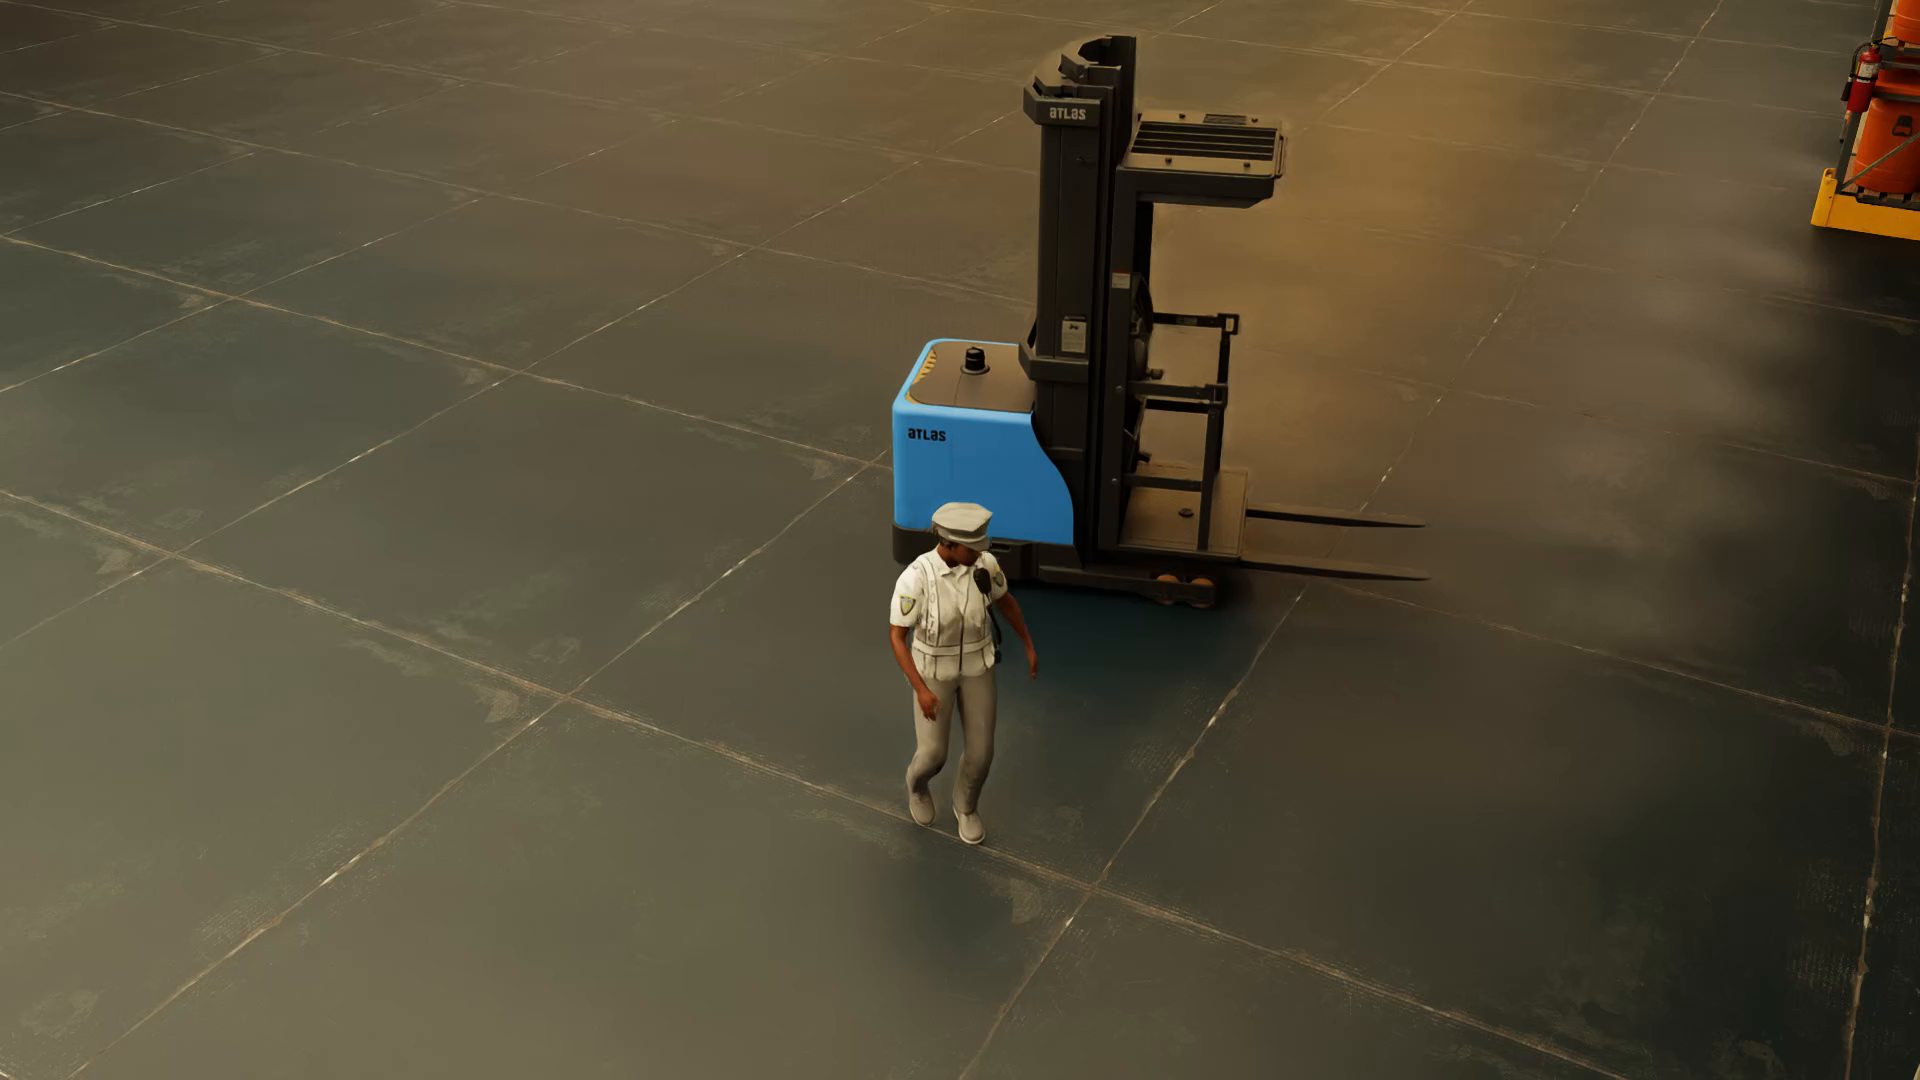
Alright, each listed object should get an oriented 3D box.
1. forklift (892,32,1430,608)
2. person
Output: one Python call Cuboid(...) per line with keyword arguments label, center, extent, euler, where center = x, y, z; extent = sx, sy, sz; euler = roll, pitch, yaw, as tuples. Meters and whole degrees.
Cuboid(label="forklift", center=(1.179, -1.176, 9.109), extent=(3.031, 2.935, 1.130), euler=(6, 30, 10))
Cuboid(label="person", center=(0.033, 0.600, 7.345), extent=(0.685, 1.629, 0.453), euler=(-7, 31, -12))
